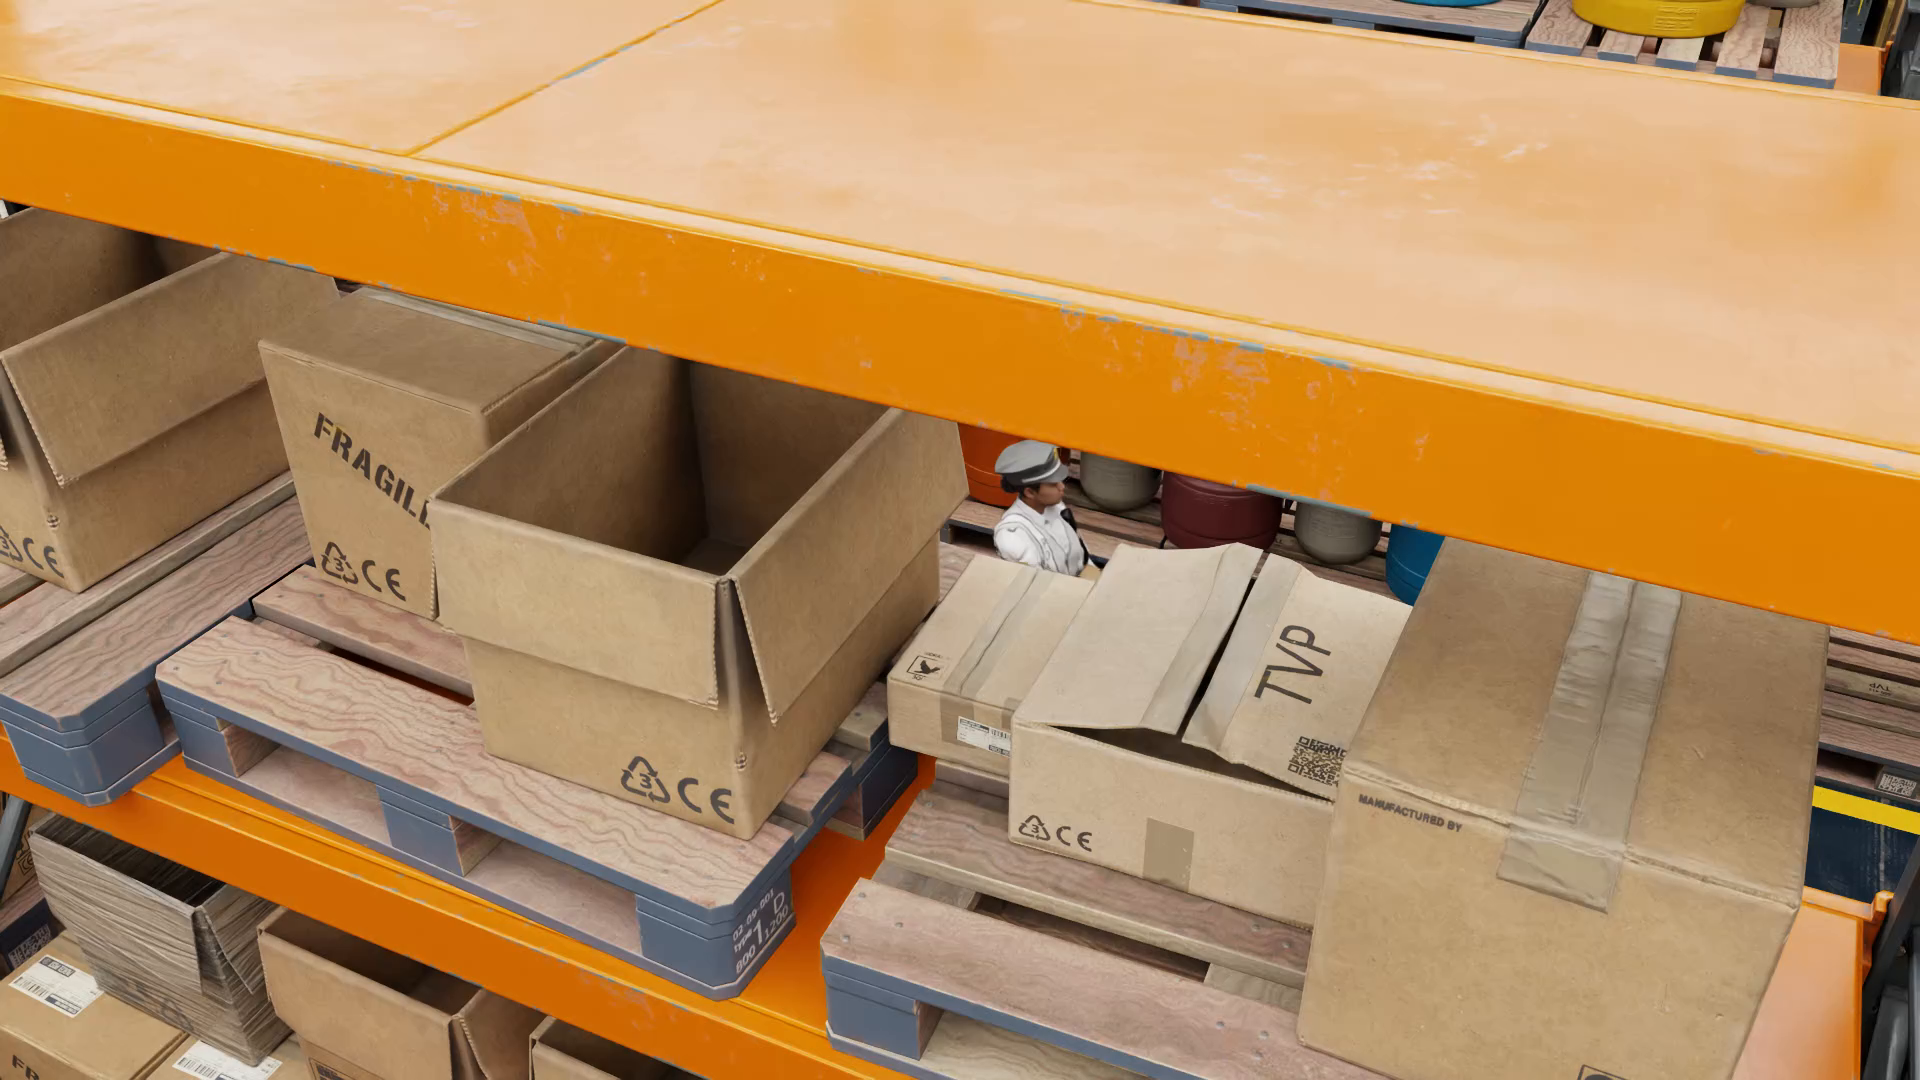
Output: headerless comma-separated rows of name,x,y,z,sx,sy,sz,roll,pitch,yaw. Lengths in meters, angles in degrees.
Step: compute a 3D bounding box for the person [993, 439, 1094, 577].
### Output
person,0.375,0.363,6.584,0.515,1.691,0.434,14,36,20
